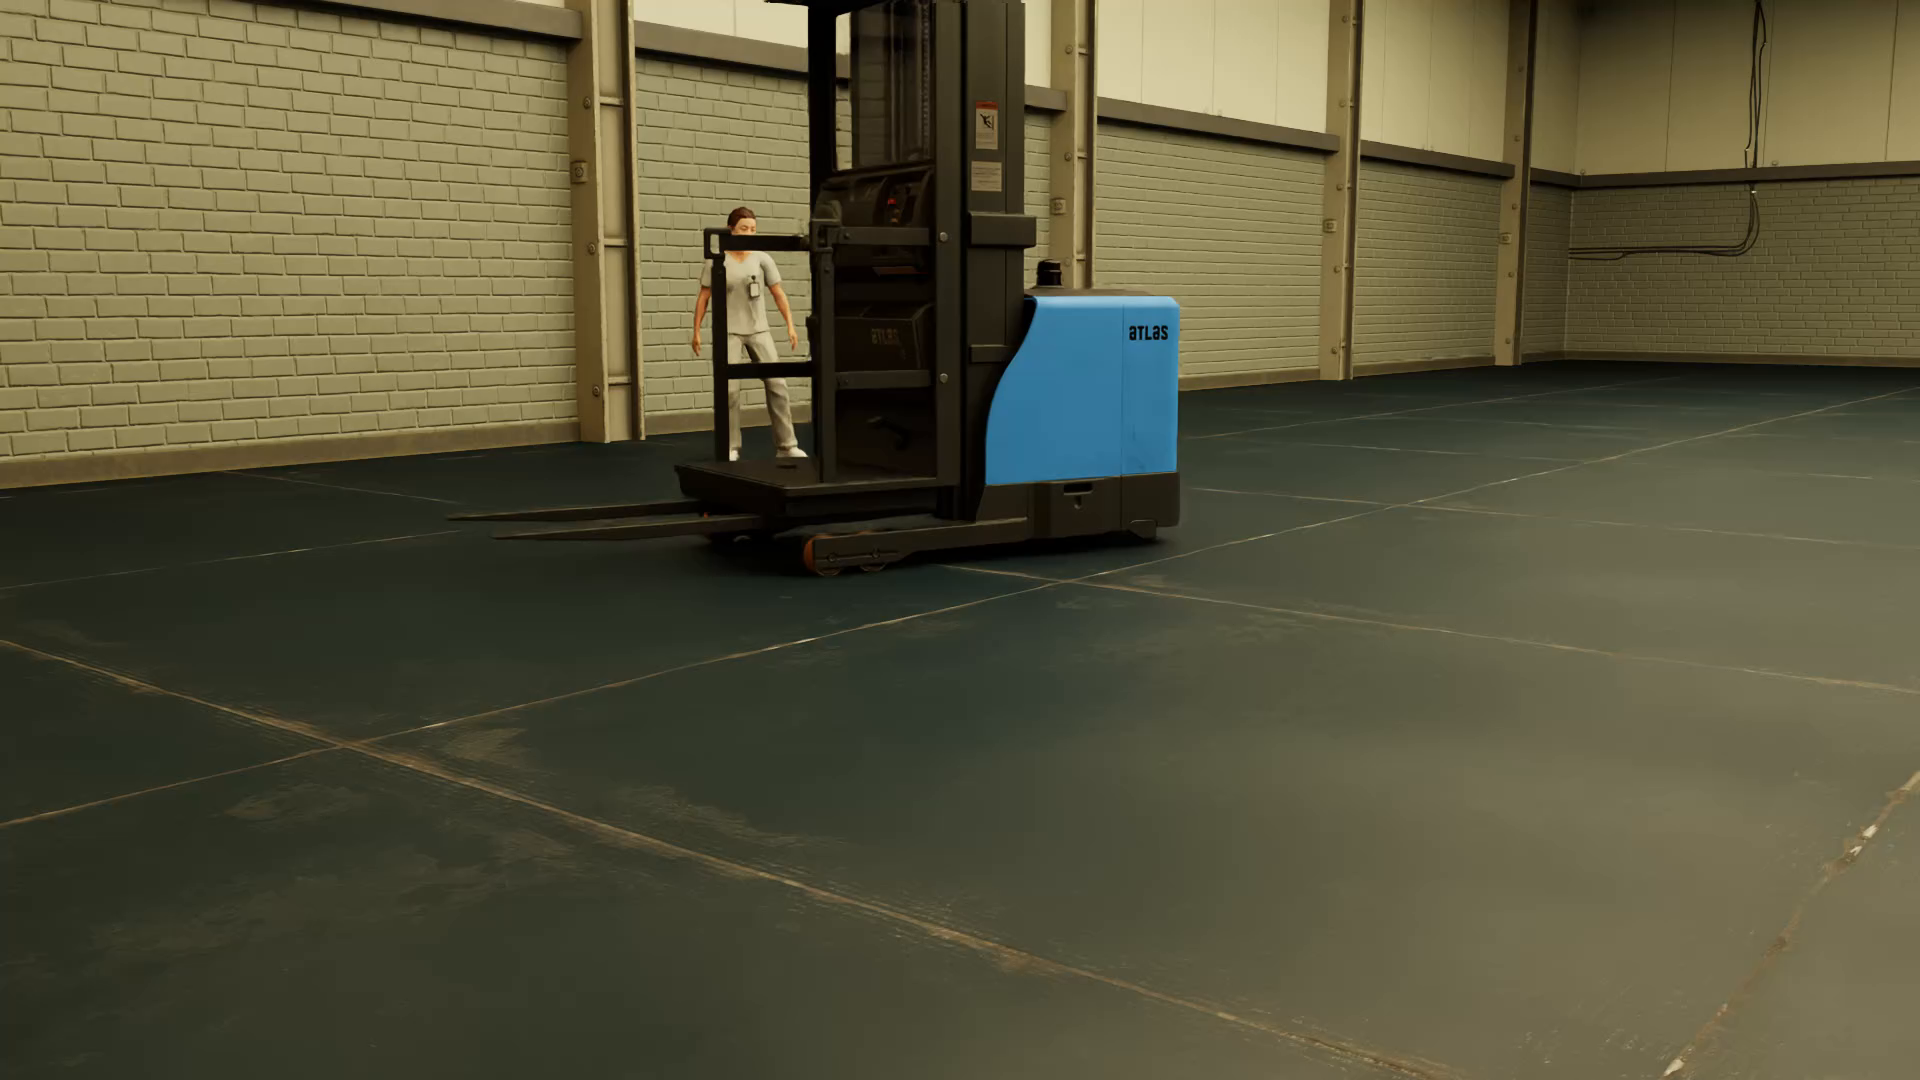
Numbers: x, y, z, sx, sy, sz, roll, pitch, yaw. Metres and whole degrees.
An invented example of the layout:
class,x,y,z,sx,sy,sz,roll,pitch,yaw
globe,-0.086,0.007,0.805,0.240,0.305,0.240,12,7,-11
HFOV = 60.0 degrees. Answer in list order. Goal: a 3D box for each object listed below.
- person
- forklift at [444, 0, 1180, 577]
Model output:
class,x,y,z,sx,sy,sz,roll,pitch,yaw
person,-1.388,-1.341,10.886,0.726,1.649,0.369,-2,9,-15
forklift,-0.550,-1.394,6.812,3.031,2.935,1.130,-5,10,-32
